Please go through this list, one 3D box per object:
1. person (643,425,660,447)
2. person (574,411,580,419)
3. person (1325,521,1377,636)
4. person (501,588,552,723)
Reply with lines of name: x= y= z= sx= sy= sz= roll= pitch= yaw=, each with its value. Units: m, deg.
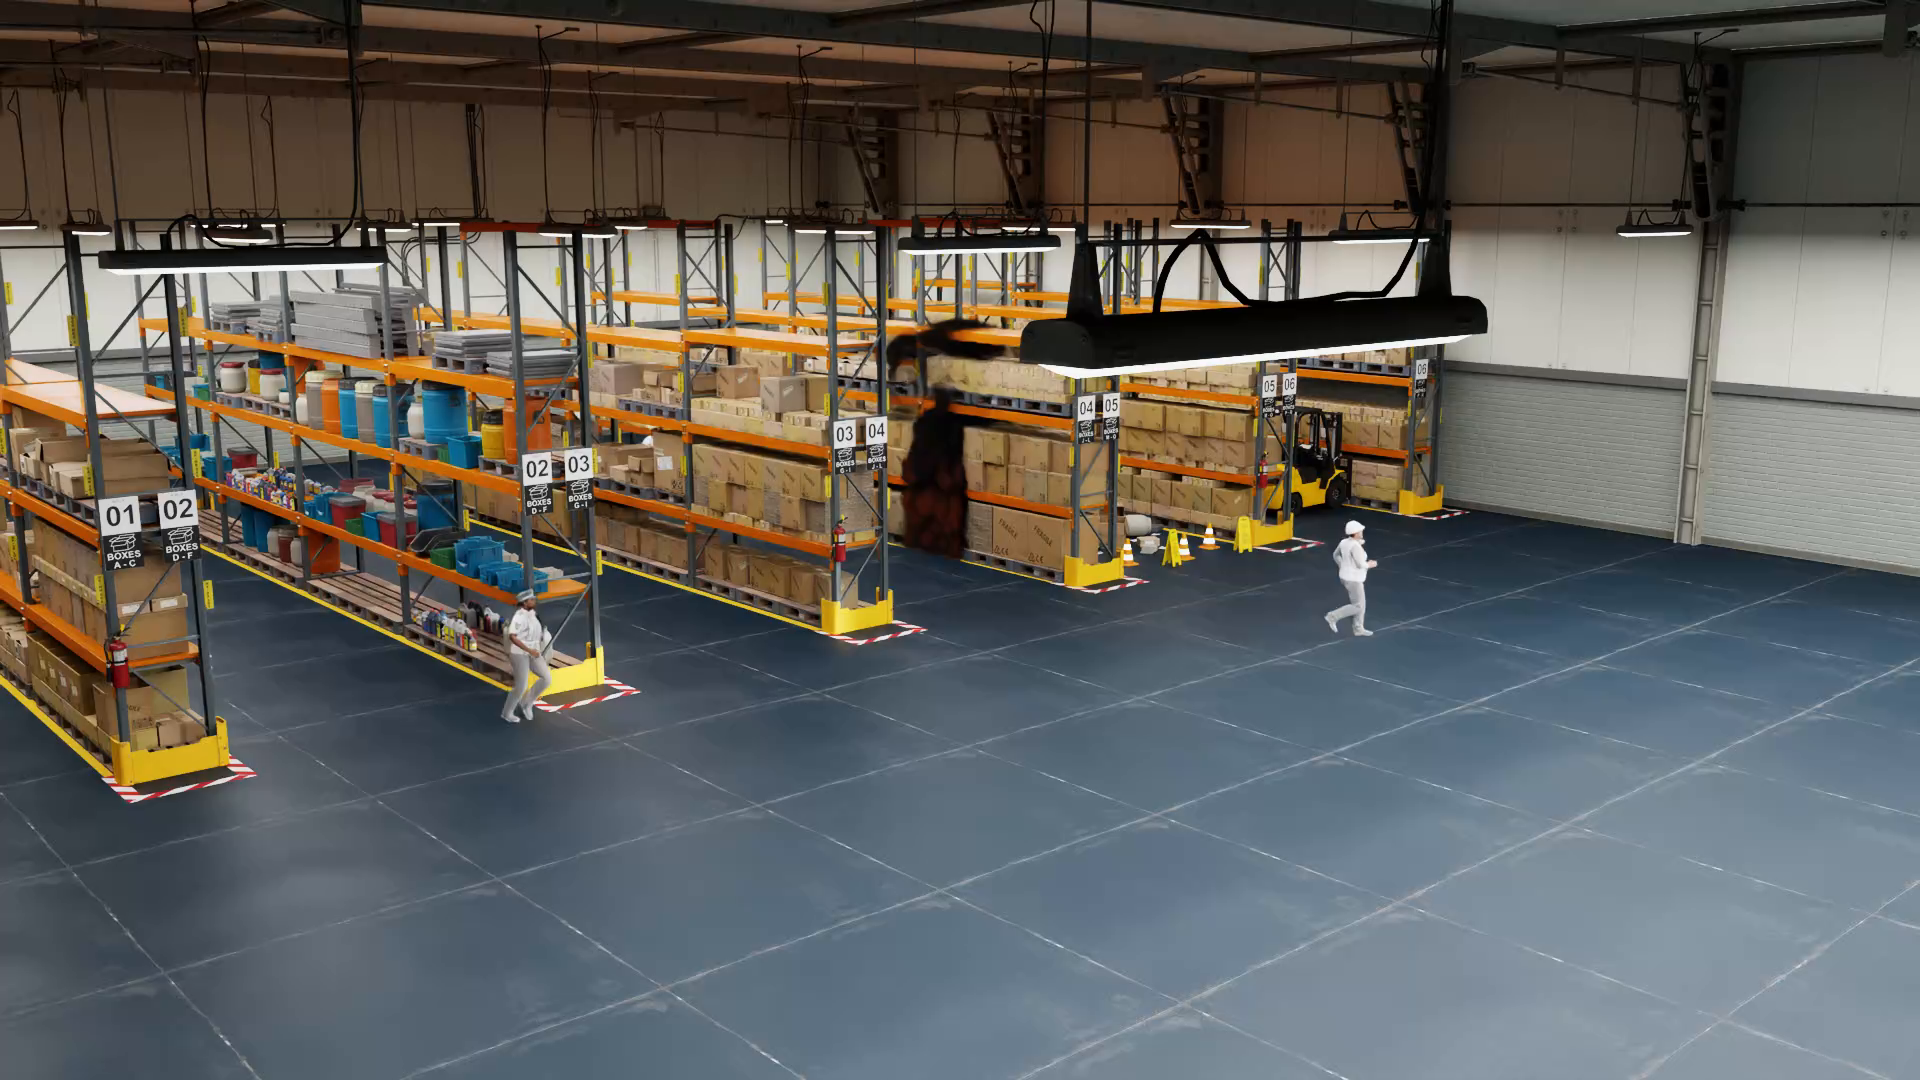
person: x=-6.424 y=-1.581 z=35.199 sx=0.738 sy=1.823 sz=0.677 roll=11 pitch=16 yaw=43
person: x=-9.430 y=-2.649 z=40.632 sx=0.534 sy=1.697 sz=0.731 roll=-8 pitch=14 yaw=-36
person: x=5.765 y=0.575 z=24.576 sx=0.797 sy=1.745 sz=0.671 roll=-2 pitch=12 yaw=-9
person: x=-5.366 y=1.416 z=20.697 sx=0.598 sy=1.648 sz=0.638 roll=4 pitch=12 yaw=18
